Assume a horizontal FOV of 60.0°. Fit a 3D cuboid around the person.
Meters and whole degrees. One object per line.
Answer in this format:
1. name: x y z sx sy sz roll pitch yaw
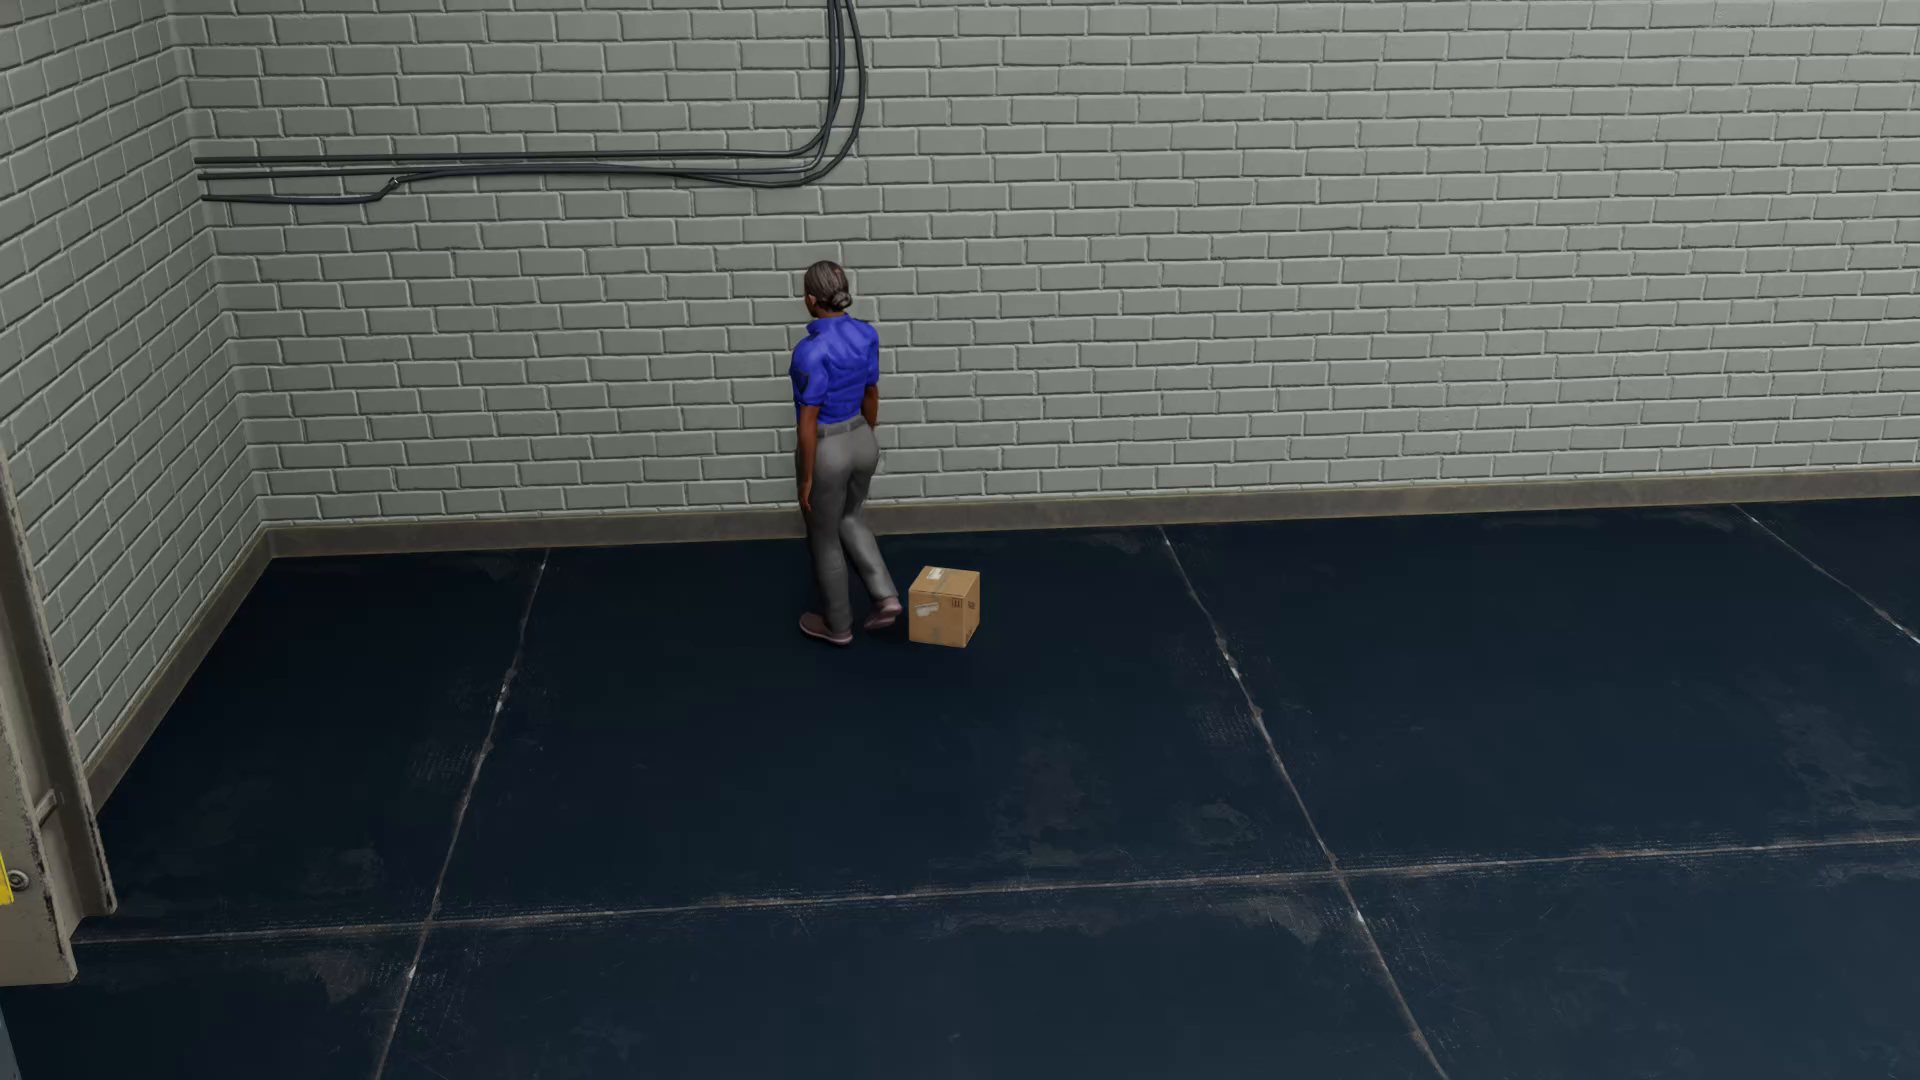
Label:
1. person: -0.501 -0.329 6.824 0.474 1.661 0.469 20 31 38
